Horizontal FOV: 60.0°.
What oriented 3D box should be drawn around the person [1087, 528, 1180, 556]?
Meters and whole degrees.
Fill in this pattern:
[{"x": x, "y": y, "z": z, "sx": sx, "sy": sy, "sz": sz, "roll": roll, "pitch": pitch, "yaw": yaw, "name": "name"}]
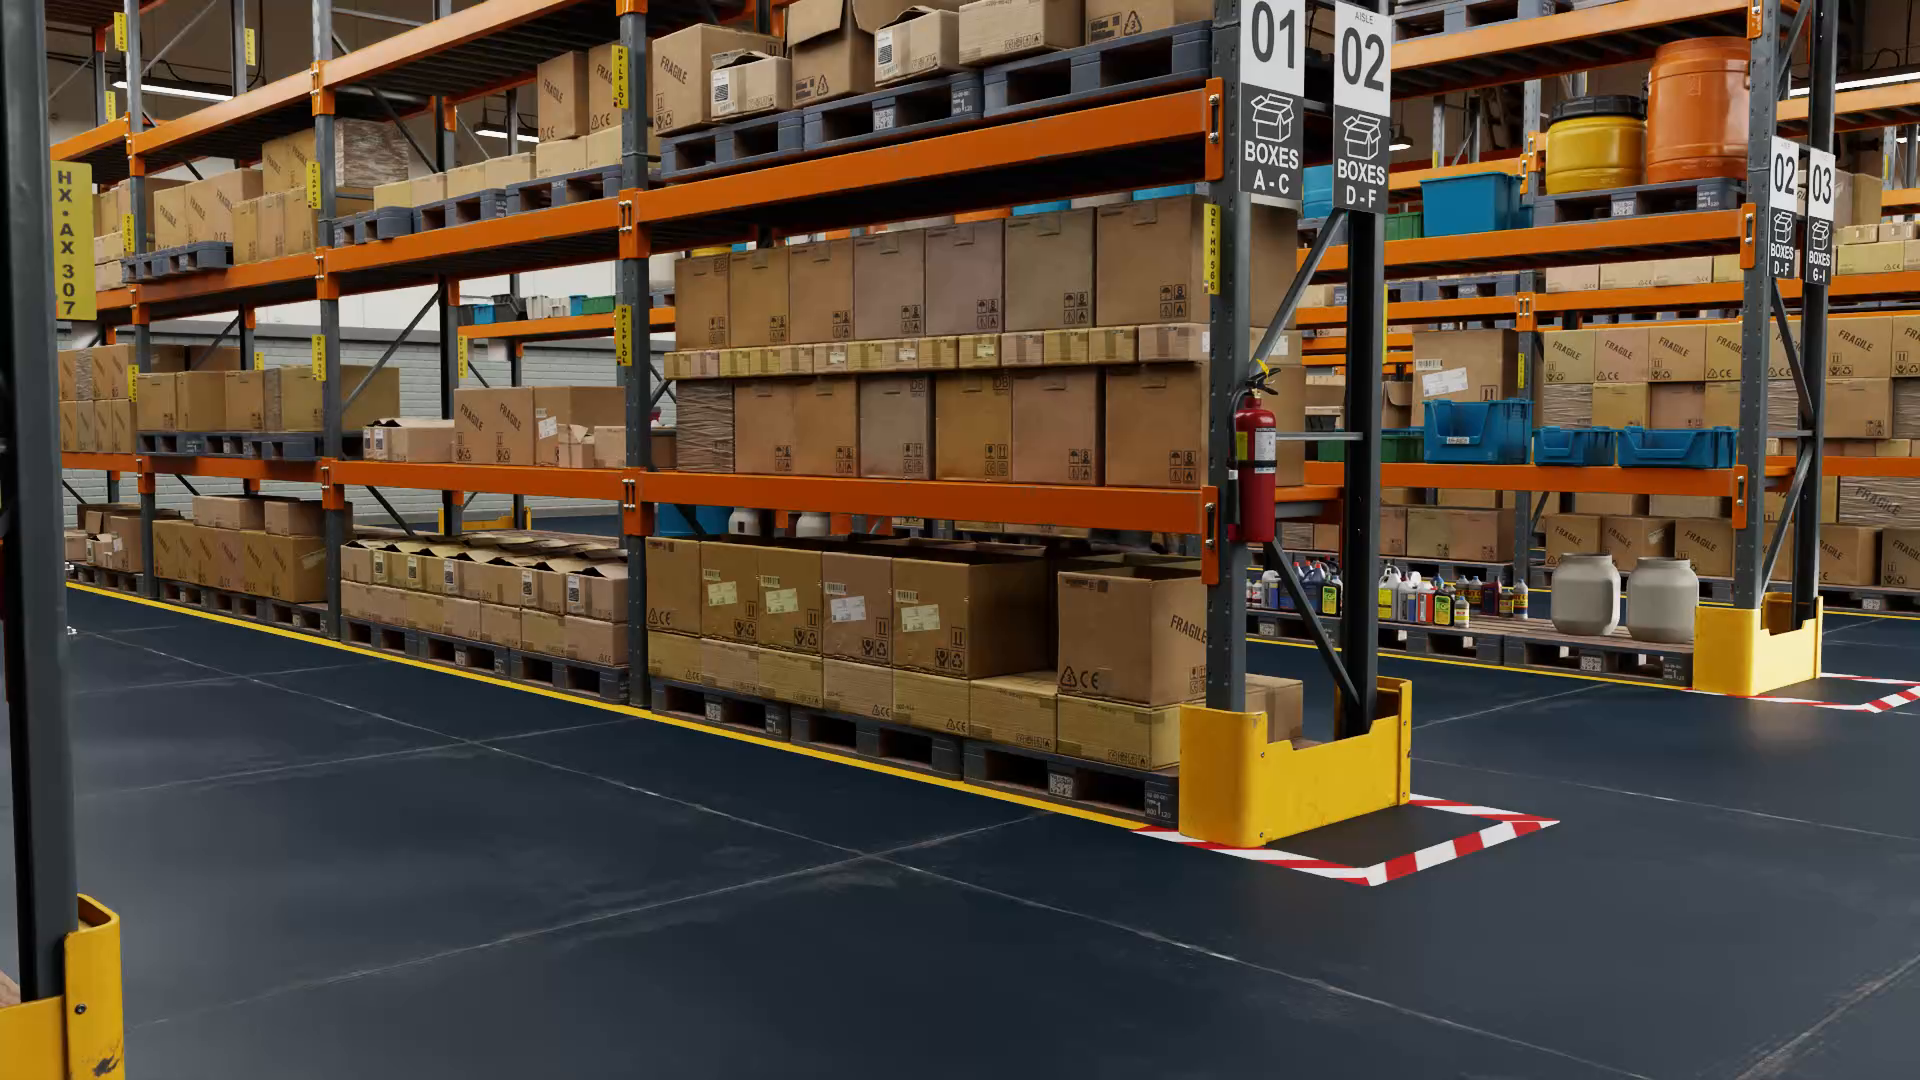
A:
[{"x": 1.149, "y": 0.065, "z": 11.140, "sx": 0.670, "sy": 1.461, "sz": 0.590, "roll": -4, "pitch": 5, "yaw": -43, "name": "person"}]
